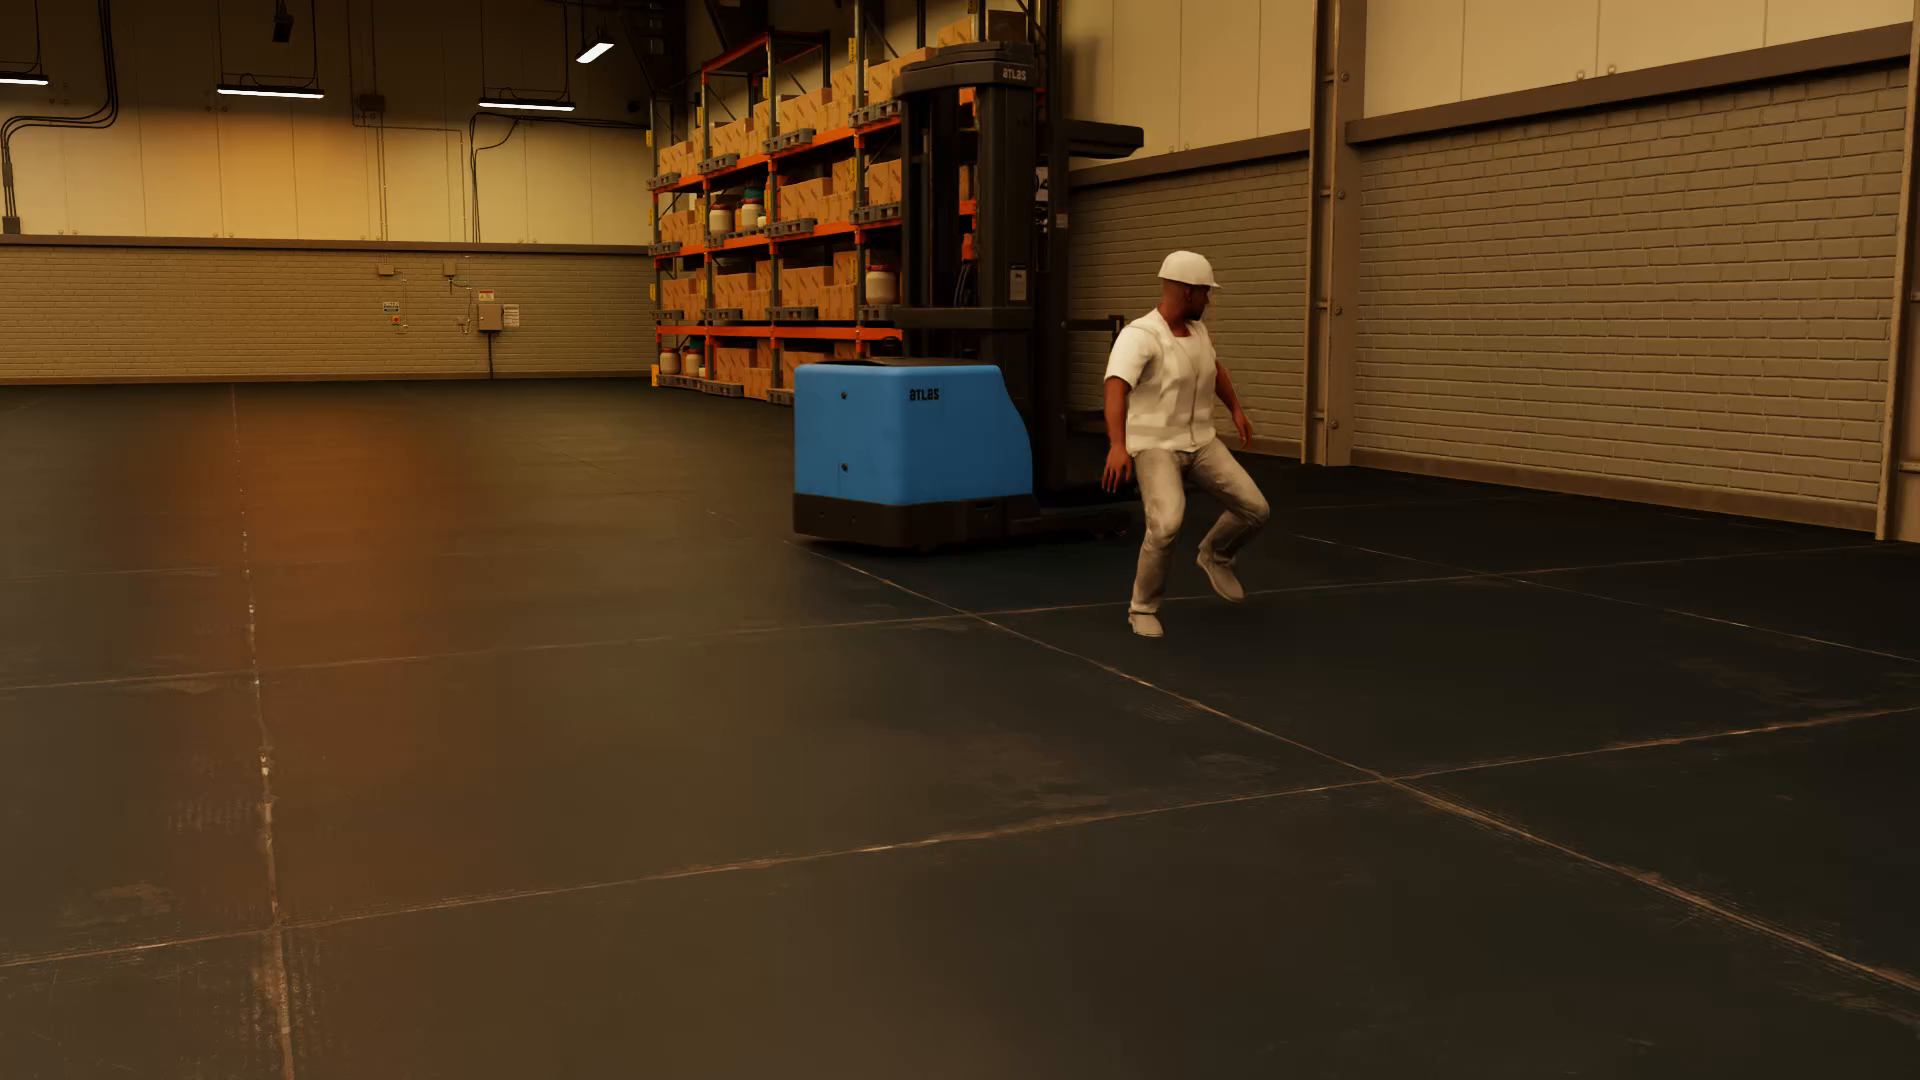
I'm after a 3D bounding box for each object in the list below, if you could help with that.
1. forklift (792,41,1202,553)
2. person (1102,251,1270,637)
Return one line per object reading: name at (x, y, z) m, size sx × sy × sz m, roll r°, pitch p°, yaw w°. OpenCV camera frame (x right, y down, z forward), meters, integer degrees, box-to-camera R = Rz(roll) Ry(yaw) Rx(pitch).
forklift at (0.439, -1.512, 10.408) m, size 3.031 × 2.935 × 1.130 m, roll -6°, pitch 10°, yaw -40°
person at (0.954, -0.422, 7.231) m, size 1.039 × 1.647 × 0.524 m, roll -5°, pitch 9°, yaw -32°
